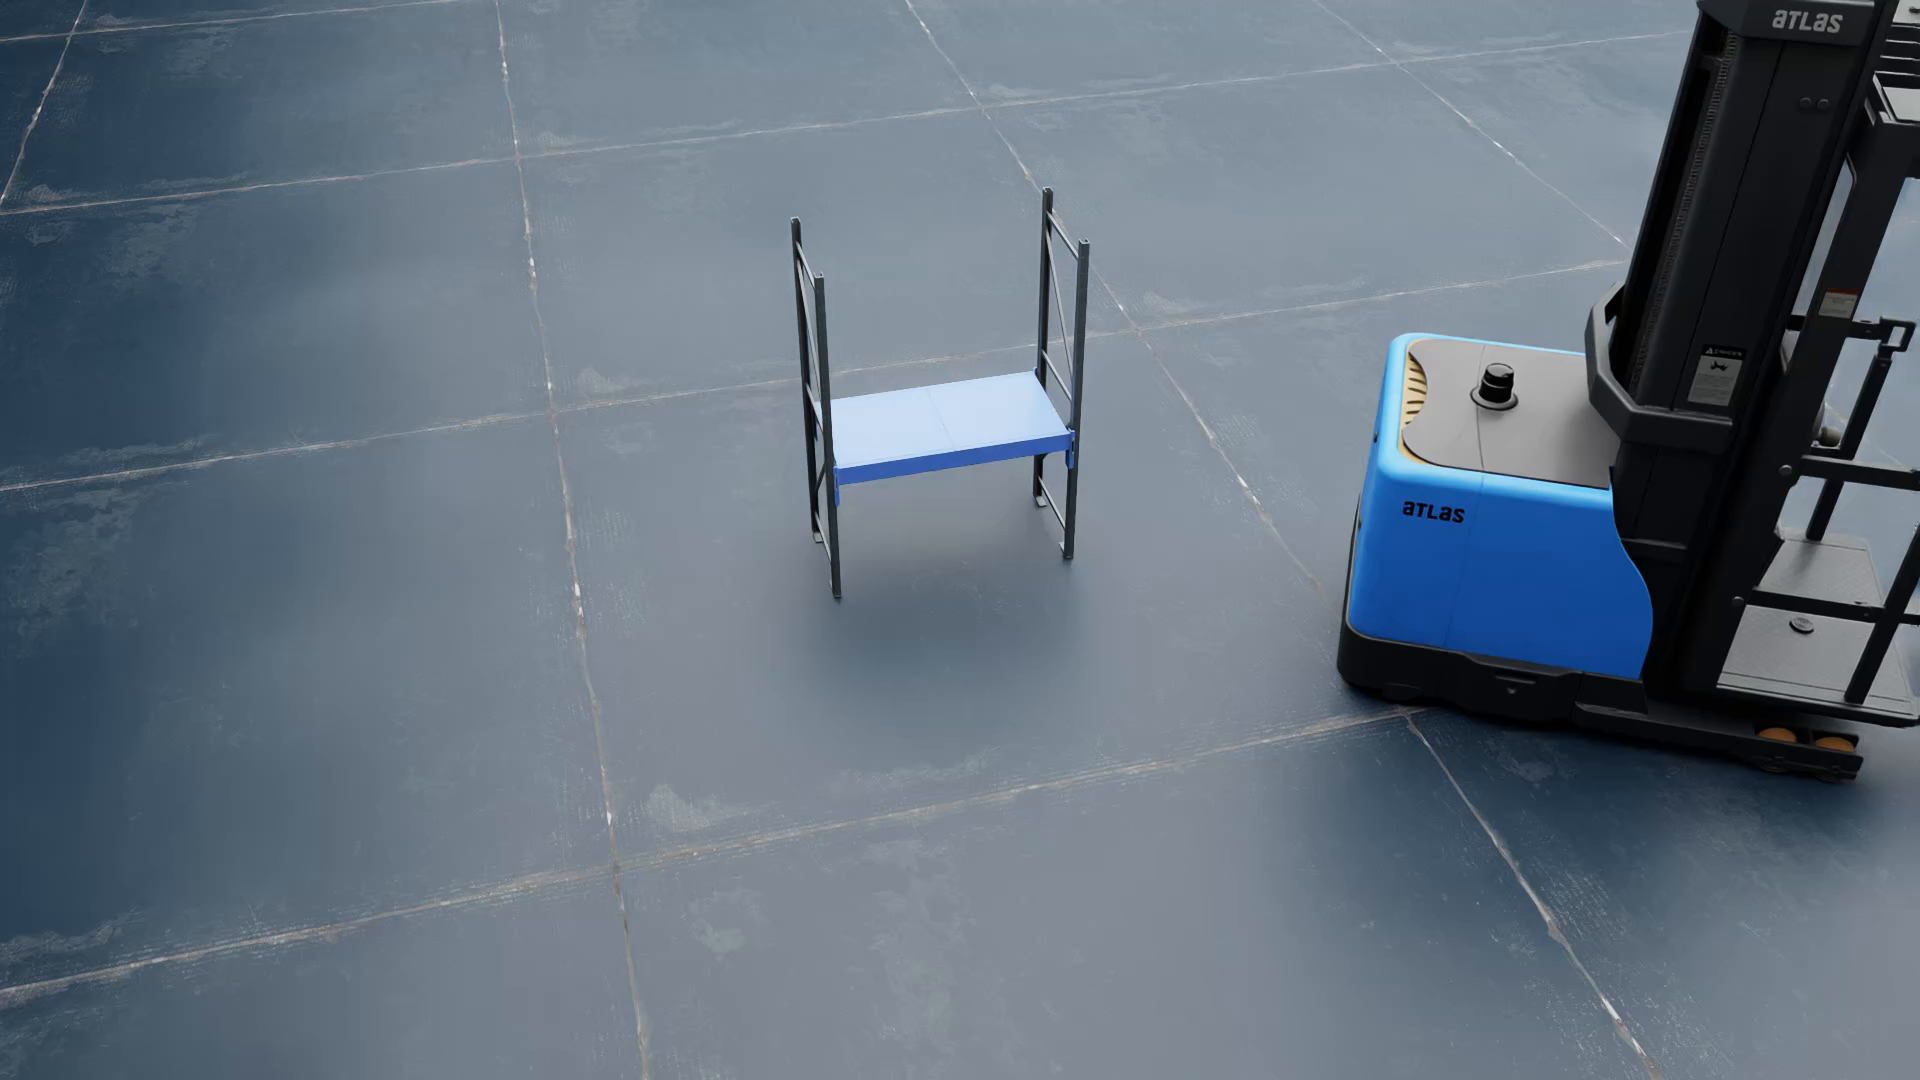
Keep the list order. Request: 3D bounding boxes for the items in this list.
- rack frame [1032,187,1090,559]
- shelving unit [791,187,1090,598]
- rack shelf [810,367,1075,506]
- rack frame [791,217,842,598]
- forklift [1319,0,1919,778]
[{"bbox_3d":[0.408,-0.663,6.882,0.032,1.500,0.500,-9,38,-12],"label":"rack frame"},{"bbox_3d":[-0.082,-0.582,6.777,1.048,1.500,0.538,-9,38,-12],"label":"shelving unit"},{"bbox_3d":[-0.082,-0.439,6.886,1.000,0.185,0.538,-9,38,-12],"label":"rack shelf"},{"bbox_3d":[-0.573,-0.502,6.671,0.032,1.500,0.500,-9,38,-12],"label":"rack frame"},{"bbox_3d":[2.979,-0.648,5.685,3.031,2.935,1.130,9,38,11],"label":"forklift"}]
